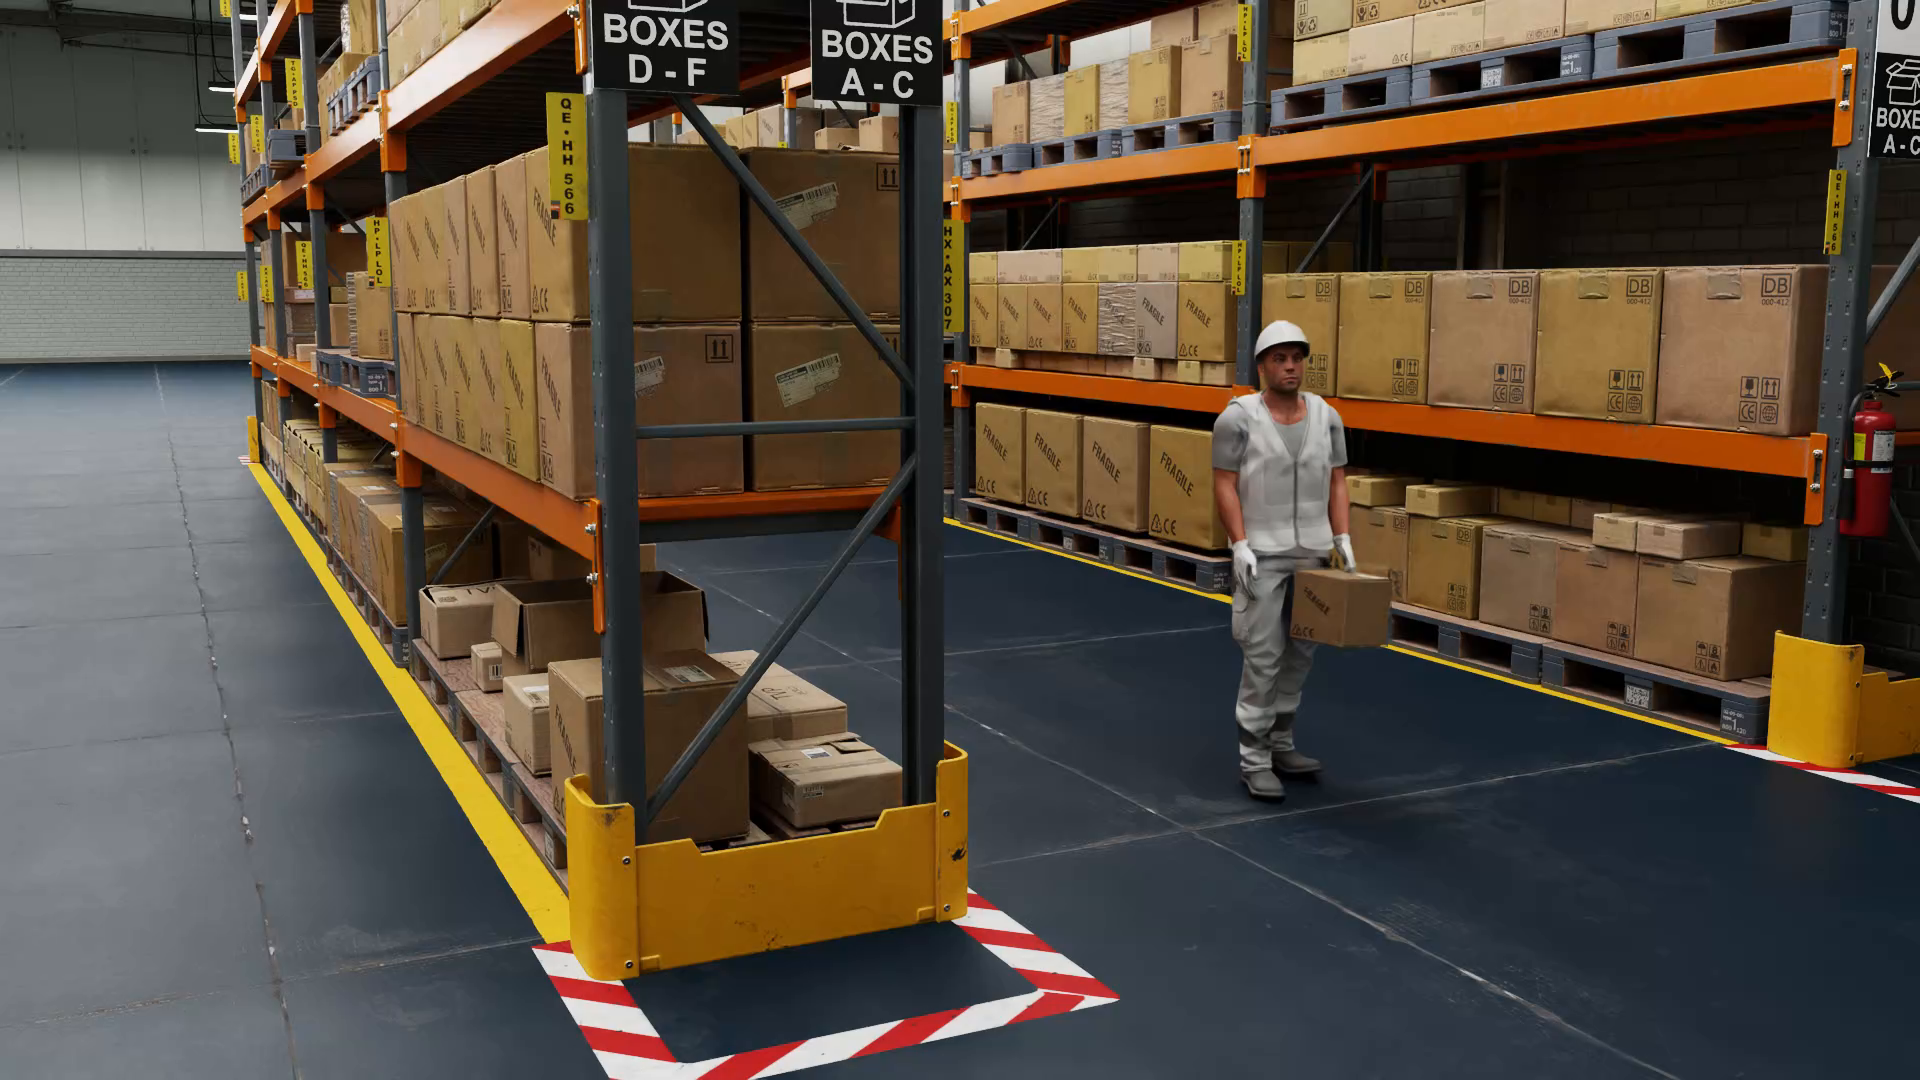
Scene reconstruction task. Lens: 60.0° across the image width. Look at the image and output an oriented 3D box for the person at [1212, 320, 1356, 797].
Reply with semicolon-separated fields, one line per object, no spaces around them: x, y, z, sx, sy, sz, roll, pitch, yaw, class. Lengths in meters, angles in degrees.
1.214;0.063;6.334;0.536;1.788;0.506;-2;9;-14;person
